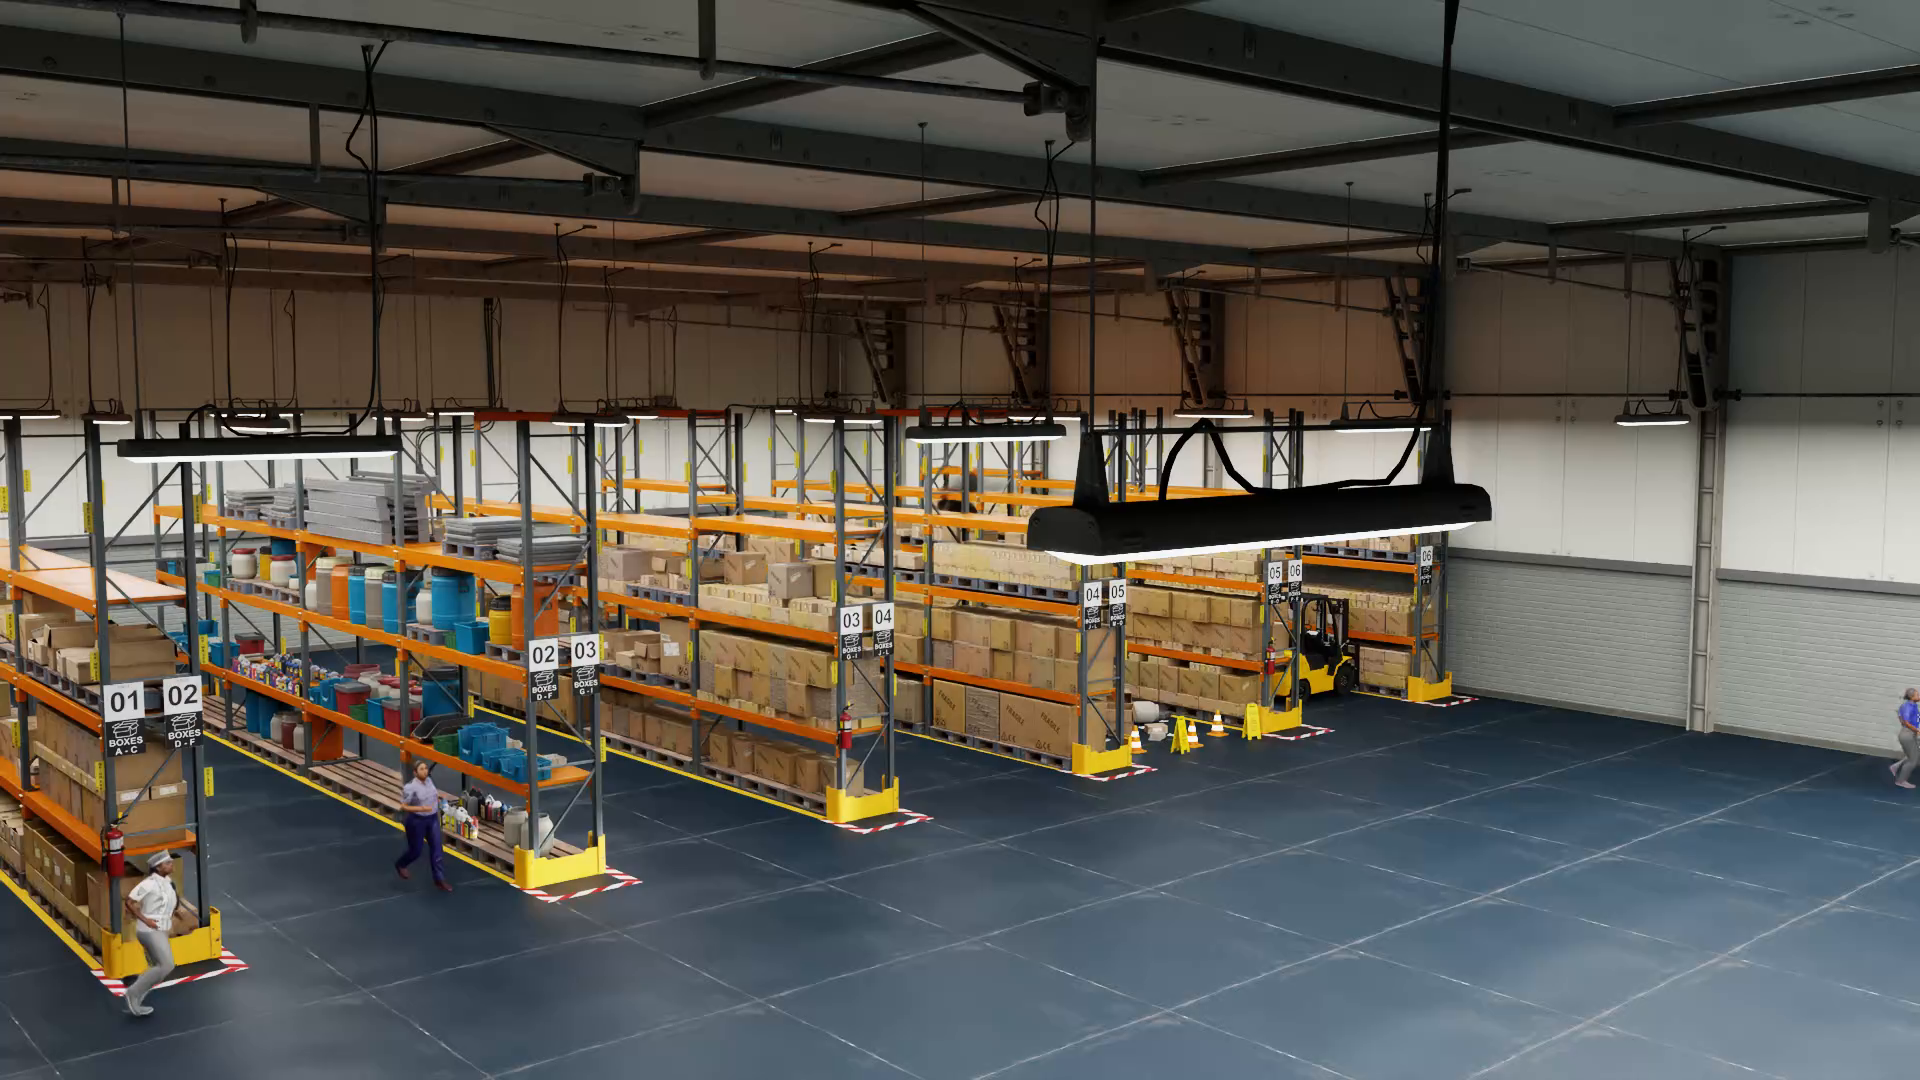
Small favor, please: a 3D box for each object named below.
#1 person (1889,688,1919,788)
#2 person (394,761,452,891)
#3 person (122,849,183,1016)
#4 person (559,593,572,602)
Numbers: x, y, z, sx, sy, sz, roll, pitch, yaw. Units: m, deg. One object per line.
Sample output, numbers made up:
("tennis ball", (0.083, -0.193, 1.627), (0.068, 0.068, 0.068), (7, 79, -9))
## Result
("person", (15.261, 3.181, 26.723), (0.553, 1.621, 0.581), (3, 6, 30))
("person", (-6.880, 3.635, 21.256), (0.924, 1.641, 0.606), (3, 6, 33))
("person", (-8.276, 4.010, 17.099), (0.550, 1.615, 0.647), (0, 5, -6))
("person", (-9.486, 2.034, 39.506), (0.802, 1.767, 0.725), (1, 5, 11))
